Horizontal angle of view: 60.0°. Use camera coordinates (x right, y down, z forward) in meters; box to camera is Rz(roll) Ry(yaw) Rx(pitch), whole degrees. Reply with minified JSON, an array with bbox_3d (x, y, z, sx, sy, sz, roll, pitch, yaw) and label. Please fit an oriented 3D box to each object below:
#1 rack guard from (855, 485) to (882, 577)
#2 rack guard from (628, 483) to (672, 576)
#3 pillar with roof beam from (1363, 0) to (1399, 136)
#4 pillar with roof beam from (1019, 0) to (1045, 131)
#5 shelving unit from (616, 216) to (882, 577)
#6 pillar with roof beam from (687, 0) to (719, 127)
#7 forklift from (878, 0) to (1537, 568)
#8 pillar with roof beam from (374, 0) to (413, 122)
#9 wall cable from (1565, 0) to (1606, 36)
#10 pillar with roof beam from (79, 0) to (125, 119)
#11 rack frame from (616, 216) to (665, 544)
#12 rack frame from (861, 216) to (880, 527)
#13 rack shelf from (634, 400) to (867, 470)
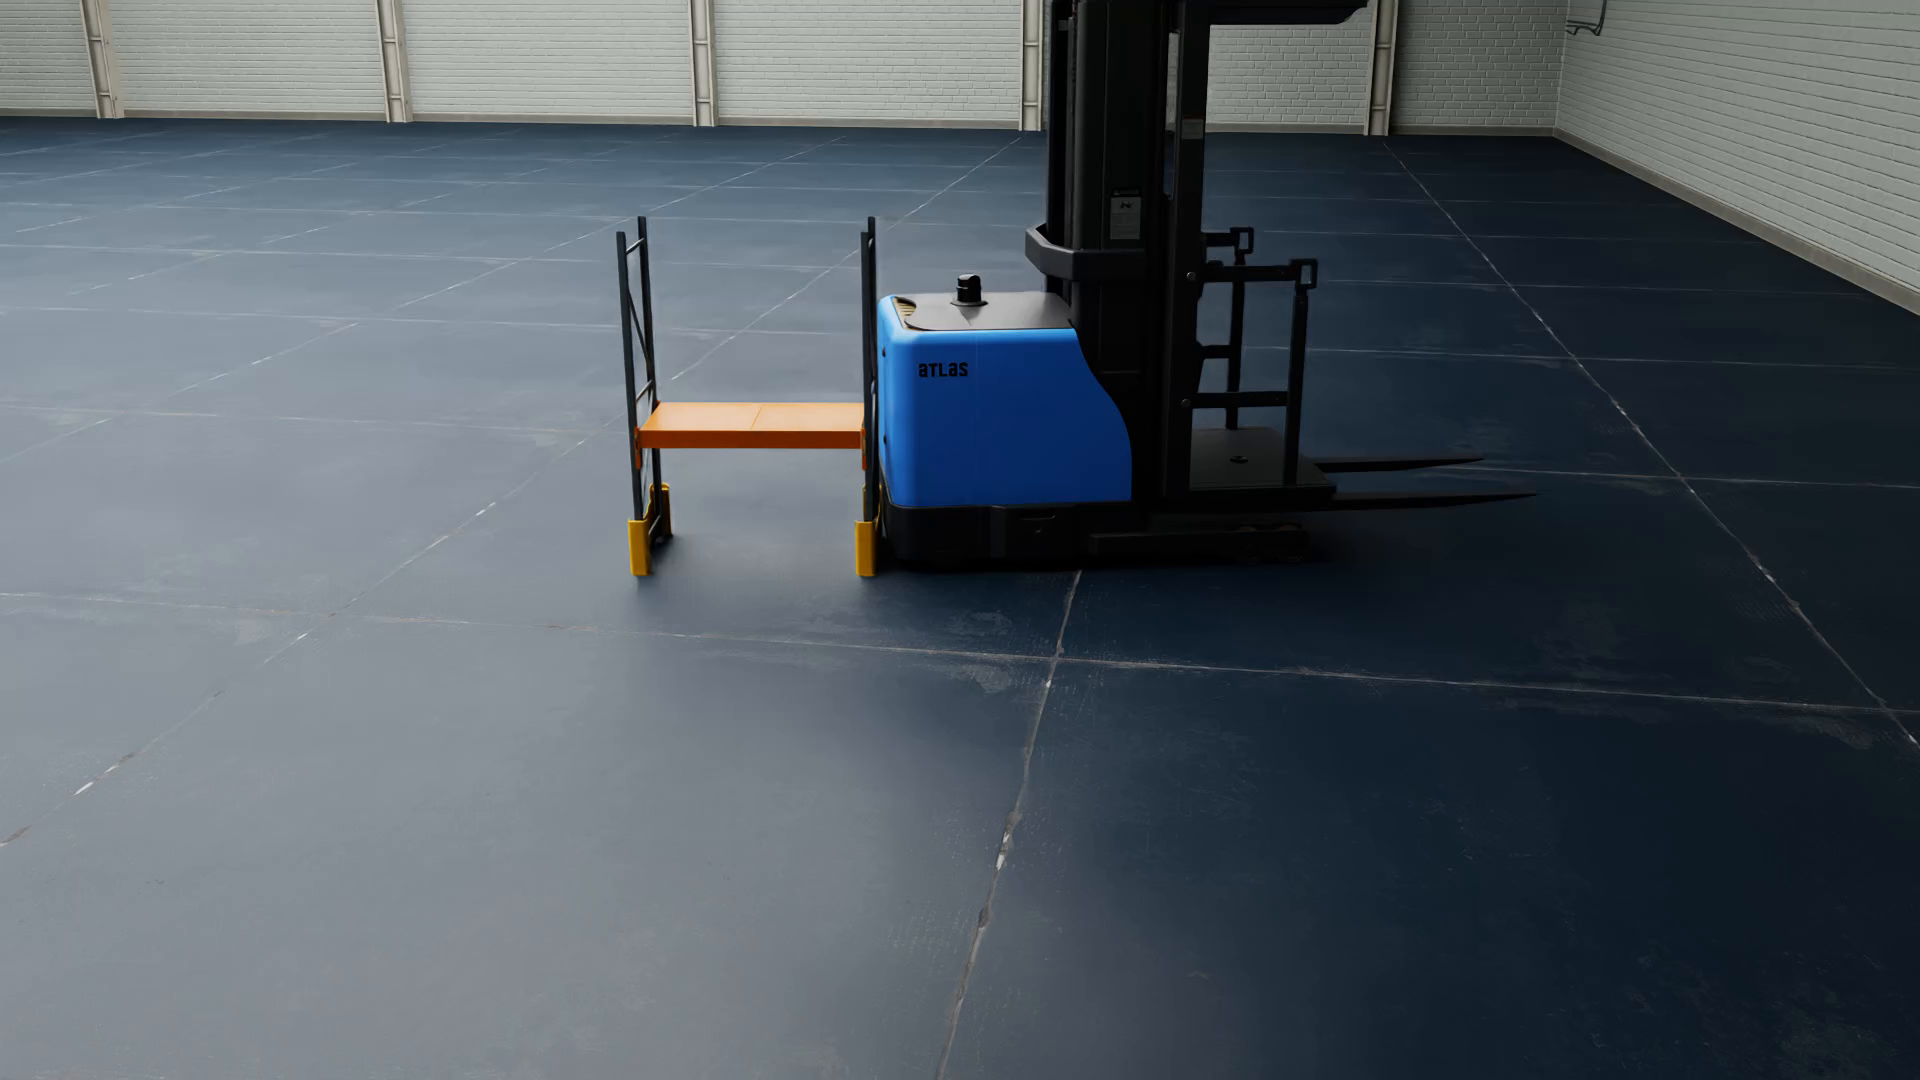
[{"bbox_3d":[-0.413,-0.051,7.561,0.087,0.250,0.587,0,19,1],"label":"rack guard"},{"bbox_3d":[-1.409,-0.055,7.572,0.087,0.250,0.587,0,19,1],"label":"rack guard"},{"bbox_3d":[6.505,-9.927,23.291,0.400,9.000,9.100,3,19,9],"label":"pillar with roof beam"},{"bbox_3d":[0.581,-10.229,24.193,0.400,9.000,9.100,3,19,9],"label":"pillar with roof beam"},{"bbox_3d":[-0.911,-0.645,7.368,1.083,1.500,0.587,0,19,1],"label":"shelving unit"},{"bbox_3d":[-5.343,-10.531,25.096,0.400,9.000,9.100,3,19,9],"label":"pillar with roof beam"},{"bbox_3d":[1.151,-1.447,7.508,3.031,2.935,1.130,-2,19,-6],"label":"forklift"},{"bbox_3d":[-11.267,-10.833,25.998,0.400,9.000,9.100,3,19,9],"label":"pillar with roof beam"},{"bbox_3d":[9.887,-9.241,26.133,0.112,2.526,3.097,3,19,9],"label":"wall cable"},{"bbox_3d":[-17.191,-11.135,26.901,0.400,9.000,9.100,3,19,9],"label":"pillar with roof beam"},{"bbox_3d":[-1.410,-0.647,7.374,0.032,1.500,0.500,0,19,1],"label":"rack frame"},{"bbox_3d":[-0.394,-0.643,7.363,0.032,1.500,0.500,0,19,1],"label":"rack frame"},{"bbox_3d":[-0.902,-0.475,7.425,1.000,0.185,0.538,0,19,1],"label":"rack shelf"}]
